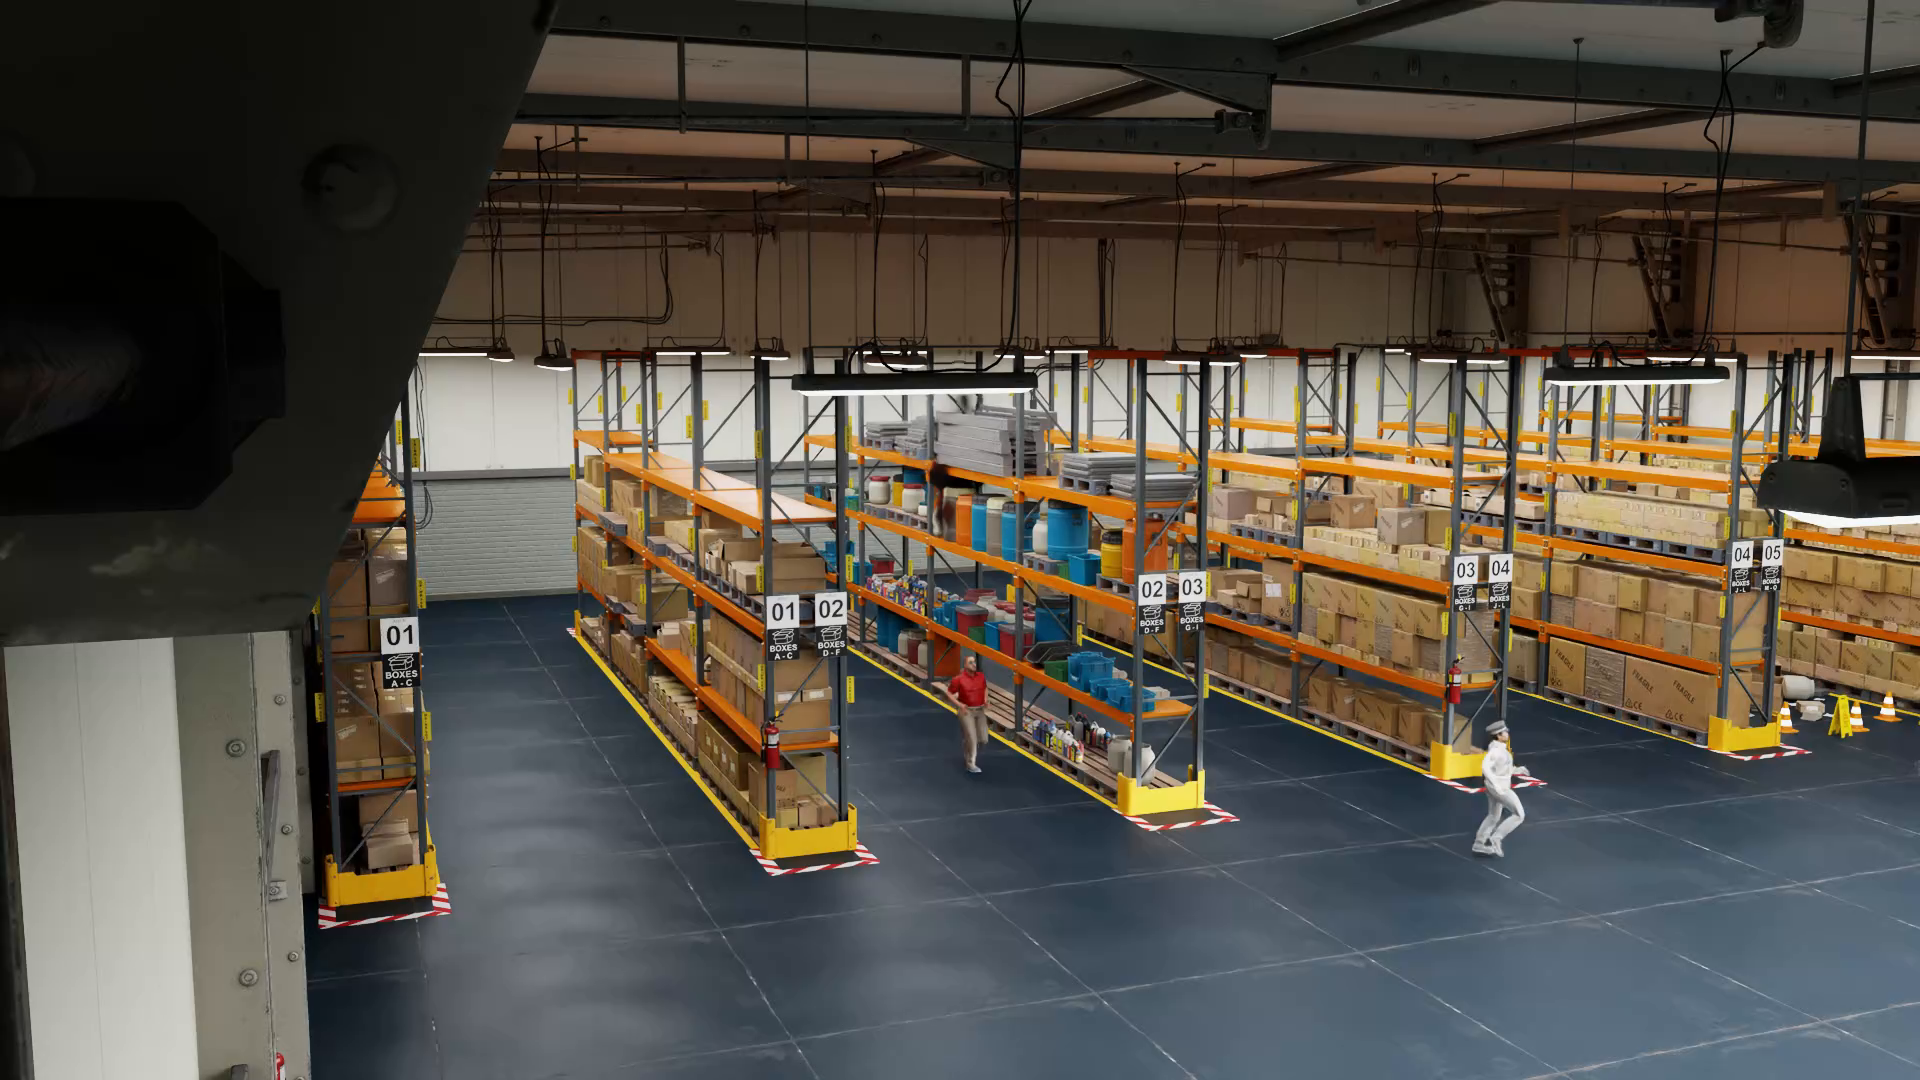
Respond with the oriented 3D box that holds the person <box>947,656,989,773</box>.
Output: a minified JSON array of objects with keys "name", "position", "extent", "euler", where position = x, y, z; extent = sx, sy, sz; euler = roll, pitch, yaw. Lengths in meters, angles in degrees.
[{"name":"person","position":[0.136,2.503,24.137],"extent":[0.664,1.675,0.645],"euler":[-4,8,-30]}]

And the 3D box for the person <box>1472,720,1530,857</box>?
[{"name":"person","position":[6.552,3.000,20.102],"extent":[0.640,1.670,0.591],"euler":[1,7,7]}]
